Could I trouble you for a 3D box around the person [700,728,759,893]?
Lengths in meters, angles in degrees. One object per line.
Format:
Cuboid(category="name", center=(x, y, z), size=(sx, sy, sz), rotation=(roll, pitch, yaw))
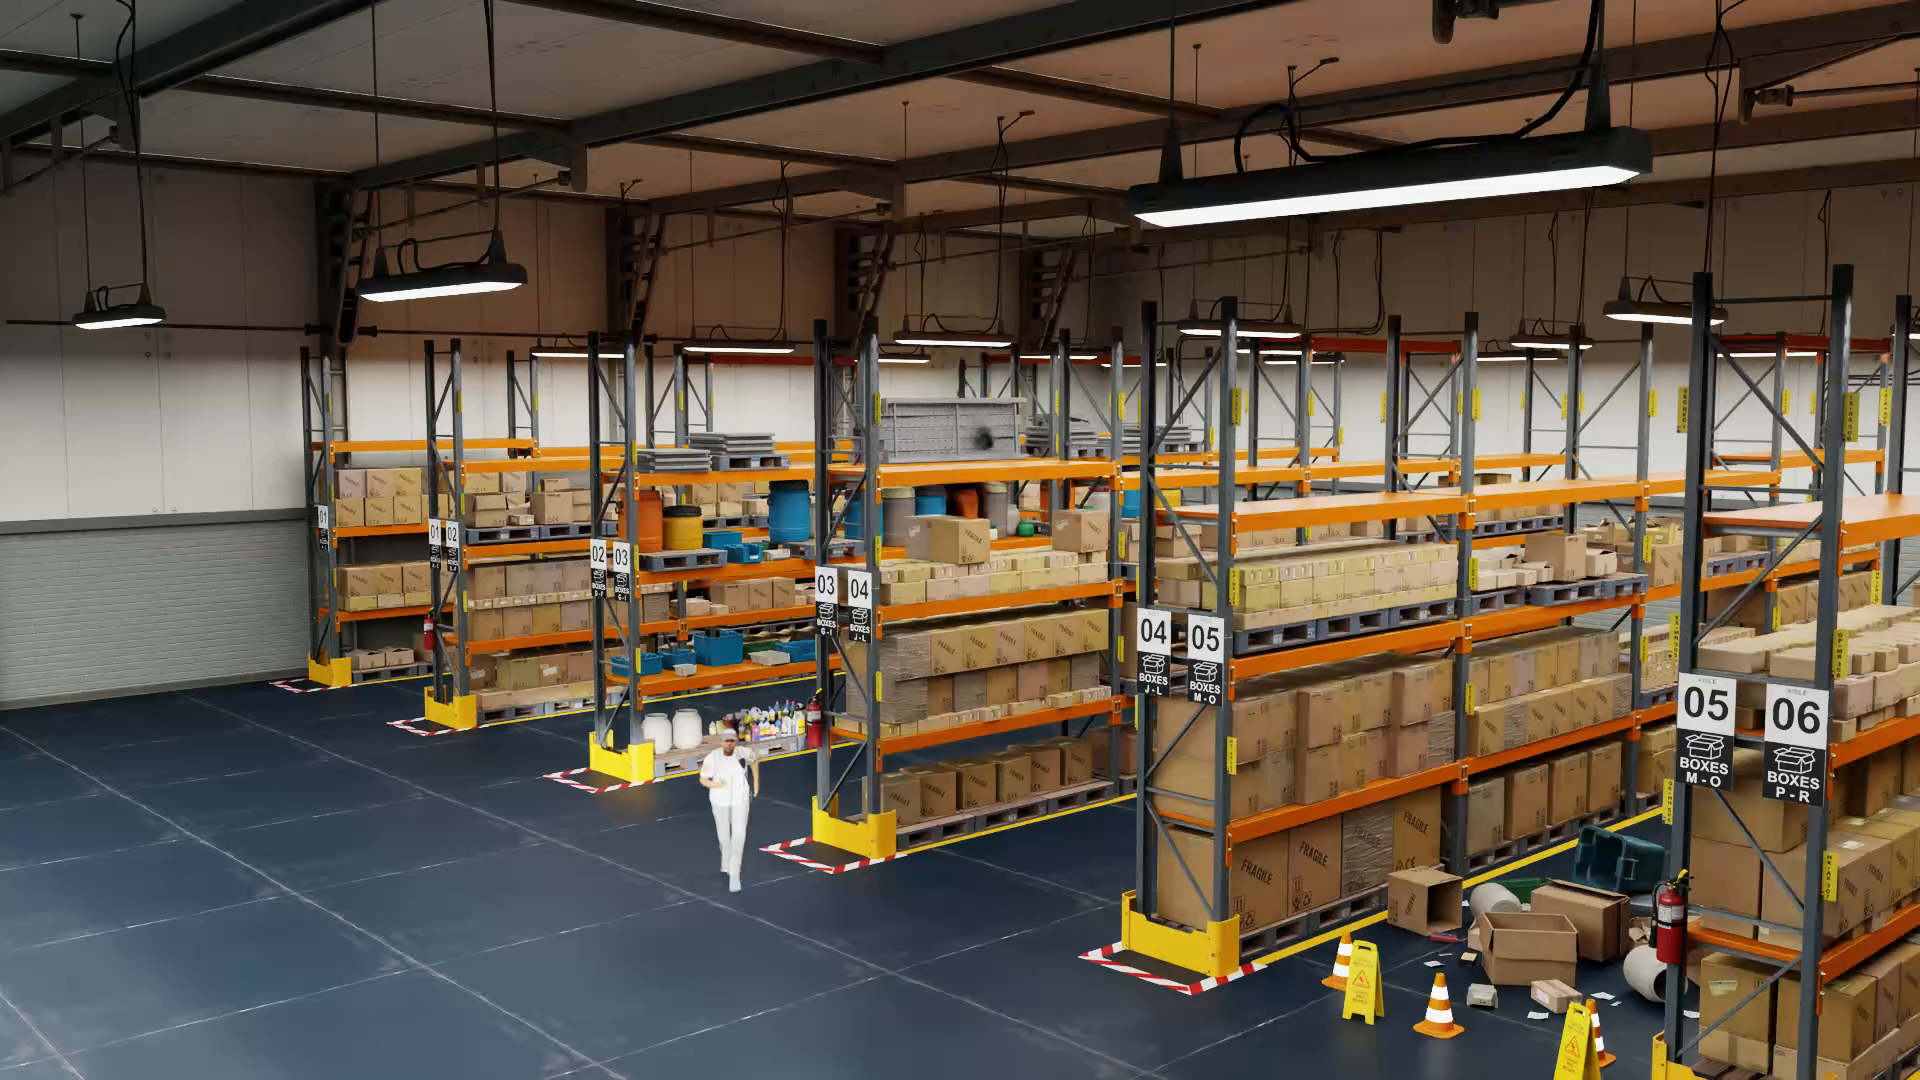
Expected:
Cuboid(category="person", center=(-2.438, 2.805, 17.603), size=(0.627, 1.712, 0.848), rotation=(-1, 5, -11))
